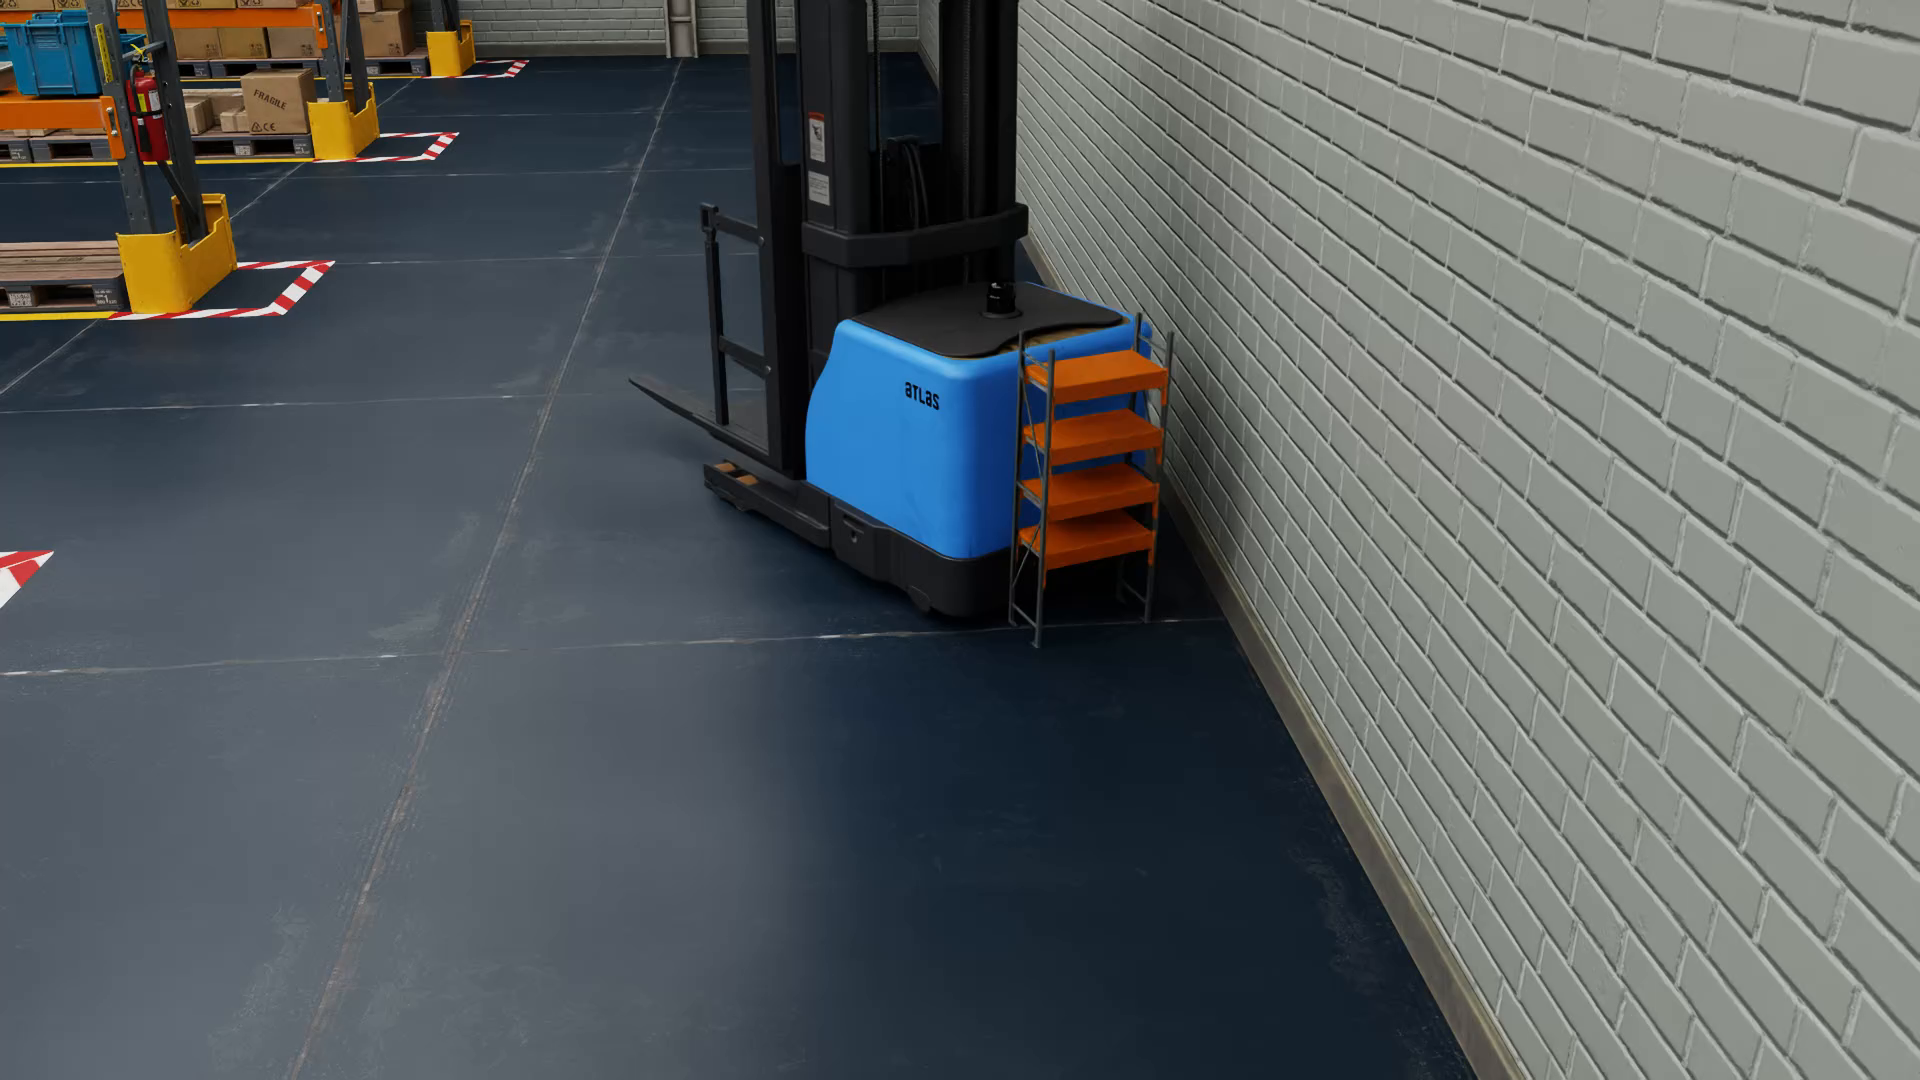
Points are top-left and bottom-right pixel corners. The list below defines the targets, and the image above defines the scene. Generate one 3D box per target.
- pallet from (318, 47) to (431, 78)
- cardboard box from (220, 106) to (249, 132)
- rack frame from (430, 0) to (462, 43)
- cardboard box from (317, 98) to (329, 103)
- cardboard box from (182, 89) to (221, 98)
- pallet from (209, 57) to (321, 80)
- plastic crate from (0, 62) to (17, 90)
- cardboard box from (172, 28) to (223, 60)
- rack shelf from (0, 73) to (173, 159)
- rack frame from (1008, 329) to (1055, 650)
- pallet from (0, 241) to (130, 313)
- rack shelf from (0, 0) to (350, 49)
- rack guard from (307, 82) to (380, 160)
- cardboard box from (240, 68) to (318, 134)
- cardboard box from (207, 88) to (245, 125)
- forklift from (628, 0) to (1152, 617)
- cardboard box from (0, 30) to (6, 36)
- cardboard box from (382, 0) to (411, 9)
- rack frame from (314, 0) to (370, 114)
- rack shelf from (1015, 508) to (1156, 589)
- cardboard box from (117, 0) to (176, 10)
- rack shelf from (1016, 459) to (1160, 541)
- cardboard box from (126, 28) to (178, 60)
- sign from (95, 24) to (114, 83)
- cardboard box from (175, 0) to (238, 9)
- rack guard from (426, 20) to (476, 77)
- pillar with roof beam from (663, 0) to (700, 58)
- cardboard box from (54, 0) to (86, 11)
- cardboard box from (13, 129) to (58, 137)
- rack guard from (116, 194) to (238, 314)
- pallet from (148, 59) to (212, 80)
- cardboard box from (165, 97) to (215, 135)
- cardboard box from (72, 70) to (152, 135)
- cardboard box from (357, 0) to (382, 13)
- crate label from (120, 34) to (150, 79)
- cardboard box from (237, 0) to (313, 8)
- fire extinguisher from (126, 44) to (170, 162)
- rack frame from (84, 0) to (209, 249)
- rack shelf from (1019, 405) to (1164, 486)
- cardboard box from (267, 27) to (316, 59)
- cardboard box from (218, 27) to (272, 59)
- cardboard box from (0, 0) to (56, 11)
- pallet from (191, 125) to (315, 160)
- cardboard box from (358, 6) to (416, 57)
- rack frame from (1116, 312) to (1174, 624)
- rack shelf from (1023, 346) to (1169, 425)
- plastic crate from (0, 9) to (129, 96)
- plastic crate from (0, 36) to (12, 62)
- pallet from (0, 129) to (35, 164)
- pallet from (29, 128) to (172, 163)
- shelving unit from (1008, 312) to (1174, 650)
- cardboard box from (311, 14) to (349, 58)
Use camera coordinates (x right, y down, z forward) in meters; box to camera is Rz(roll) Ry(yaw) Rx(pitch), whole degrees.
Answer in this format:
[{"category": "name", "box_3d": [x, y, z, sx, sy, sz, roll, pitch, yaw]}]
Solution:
[{"category": "pallet", "box_3d": [-6.886, -5.690, 19.791, 1.213, 0.211, 1.003, -2, 24, -5]}, {"category": "cardboard box", "box_3d": [-6.537, -3.831, 15.122, 0.250, 0.166, 0.380, -2, 24, -5]}, {"category": "rack frame", "box_3d": [-6.098, -7.028, 19.368, 0.127, 3.000, 1.000, -2, 24, -5]}, {"category": "cardboard box", "box_3d": [-6.058, -4.046, 15.628, 0.250, 0.149, 0.380, -2, 24, -5]}, {"category": "cardboard box", "box_3d": [-7.172, -4.023, 15.452, 0.500, 0.250, 0.500, -2, 24, -5]}, {"category": "pallet", "box_3d": [-8.098, -5.642, 19.684, 1.213, 0.211, 1.003, -2, 24, -5]}, {"category": "plastic crate", "box_3d": [-5.918, -2.824, 10.162, 0.243, 0.136, 0.396, -2, 24, -5]}, {"category": "cardboard box", "box_3d": [-8.825, -5.925, 19.447, 0.500, 0.500, 0.700, -3, 24, -6]}, {"category": "rack shelf", "box_3d": [-7.115, -2.615, 10.325, 4.000, 0.370, 1.077, -2, 24, -5]}, {"category": "rack frame", "box_3d": [0.260, -0.171, 6.143, 0.015, 1.200, 0.240, -11, 29, -24]}, {"category": "pallet", "box_3d": [-5.949, -1.732, 10.886, 1.213, 0.211, 1.003, -2, 24, -5]}, {"category": "rack shelf", "box_3d": [-7.598, -4.617, 14.830, 4.000, 0.370, 1.077, -2, 24, -5]}, {"category": "rack guard", "box_3d": [-5.683, -3.880, 15.364, 0.348, 0.500, 1.175, -2, 24, -5]}, {"category": "cardboard box", "box_3d": [-6.125, -3.963, 15.009, 0.500, 0.500, 0.500, -2, 24, -5]}, {"category": "cardboard box", "box_3d": [-6.674, -4.043, 15.497, 0.500, 0.250, 0.500, -2, 24, -5]}, {"category": "forklift", "box_3d": [-0.524, -1.576, 7.187, 1.130, 2.935, 3.031, -18, 29, -34]}, {"category": "cardboard box", "box_3d": [-10.713, -5.999, 19.183, 0.750, 0.750, 0.750, -2, 24, -5]}, {"category": "cardboard box", "box_3d": [-6.680, -6.391, 19.698, 0.250, 0.149, 0.380, -2, 24, -5]}, {"category": "rack frame", "box_3d": [-5.608, -5.025, 14.863, 0.127, 3.000, 1.000, -2, 24, -5]}, {"category": "rack shelf", "box_3d": [0.474, 0.023, 6.359, 0.480, 0.148, 0.258, -11, 29, -24]}, {"category": "cardboard box", "box_3d": [-7.040, -4.903, 14.466, 0.500, 0.500, 0.500, -2, 24, -5]}, {"category": "rack shelf", "box_3d": [0.478, -0.155, 6.271, 0.480, 0.148, 0.258, -11, 29, -24]}, {"category": "cardboard box", "box_3d": [-9.325, -5.906, 19.405, 0.500, 0.500, 0.700, -2, 24, -4]}, {"category": "sign", "box_3d": [-5.054, -2.876, 9.827, 0.005, 0.325, 0.100, -2, 24, -5]}, {"category": "cardboard box", "box_3d": [-6.543, -4.921, 14.505, 0.500, 0.500, 0.500, -2, 24, -5]}, {"category": "rack guard", "box_3d": [-6.075, -5.886, 19.878, 0.348, 0.500, 1.175, -2, 24, -5]}, {"category": "pillar with roof beam", "box_3d": [-3.073, -8.486, 15.263, 0.400, 9.000, 9.100, -2, 24, -5]}, {"category": "cardboard box", "box_3d": [-7.541, -4.883, 14.421, 0.500, 0.500, 0.500, -3, 24, -6]}, {"category": "cardboard box", "box_3d": [-8.290, -3.740, 14.918, 0.250, 0.166, 0.380, -2, 24, -5]}, {"category": "rack guard", "box_3d": [-5.102, -1.887, 10.880, 0.348, 0.500, 1.175, -2, 24, -5]}, {"category": "pallet", "box_3d": [-9.315, -5.592, 19.572, 1.213, 0.211, 1.003, -2, 24, -5]}, {"category": "cardboard box", "box_3d": [-7.073, -3.823, 15.002, 0.500, 0.250, 0.500, -2, 24, -5]}, {"category": "cardboard box", "box_3d": [-7.719, -4.003, 15.095, 0.637, 0.503, 0.797, -2, 24, -5]}, {"category": "cardboard box", "box_3d": [-6.895, -6.226, 19.327, 0.250, 0.149, 0.380, -3, 24, -6]}, {"category": "crate label", "box_3d": [-5.403, -3.097, 10.658, 0.303, 0.233, 0.416, -2, 24, -5]}, {"category": "cardboard box", "box_3d": [-6.027, -4.943, 14.555, 0.500, 0.500, 0.500, -2, 24, -4]}, {"category": "fire extinguisher", "box_3d": [-4.930, -2.640, 10.050, 0.183, 0.674, 0.296, -2, 24, -5]}, {"category": "rack frame", "box_3d": [-5.125, -3.023, 10.358, 0.127, 3.000, 1.000, -2, 24, -5]}, {"category": "rack shelf", "box_3d": [0.483, -0.355, 6.171, 0.480, 0.148, 0.258, -11, 29, -24]}, {"category": "cardboard box", "box_3d": [-7.784, -5.968, 19.546, 0.500, 0.500, 0.700, -3, 24, -7]}, {"category": "cardboard box", "box_3d": [-8.314, -5.944, 19.491, 0.500, 0.500, 0.700, -2, 24, -4]}, {"category": "cardboard box", "box_3d": [-8.047, -4.862, 14.373, 0.500, 0.500, 0.500, -2, 24, -5]}, {"category": "pallet", "box_3d": [-6.477, -3.716, 15.350, 1.213, 0.211, 1.003, -2, 24, -5]}, {"category": "cardboard box", "box_3d": [-6.785, -6.009, 19.636, 0.500, 0.500, 0.700, -2, 24, -5]}, {"category": "rack frame", "box_3d": [0.699, -0.259, 6.339, 0.015, 1.200, 0.240, -11, 29, -24]}, {"category": "rack shelf", "box_3d": [0.488, -0.567, 6.066, 0.480, 0.148, 0.258, -11, 29, -24]}, {"category": "plastic crate", "box_3d": [-5.440, -2.978, 10.139, 0.499, 0.435, 0.616, -2, 24, -5]}, {"category": "plastic crate", "box_3d": [-6.058, -3.071, 10.598, 0.300, 0.233, 0.416, -2, 24, -5]}, {"category": "pallet", "box_3d": [-8.905, -3.618, 15.131, 1.213, 0.211, 1.003, -2, 24, -5]}, {"category": "pallet", "box_3d": [-7.688, -3.668, 15.244, 1.213, 0.211, 1.003, -2, 24, -5]}, {"category": "shelving unit", "box_3d": [0.479, -0.215, 6.241, 0.503, 1.200, 0.258, -11, 29, -24]}, {"category": "cardboard box", "box_3d": [-7.283, -5.989, 19.591, 0.500, 0.500, 0.700, -2, 24, -5]}]
